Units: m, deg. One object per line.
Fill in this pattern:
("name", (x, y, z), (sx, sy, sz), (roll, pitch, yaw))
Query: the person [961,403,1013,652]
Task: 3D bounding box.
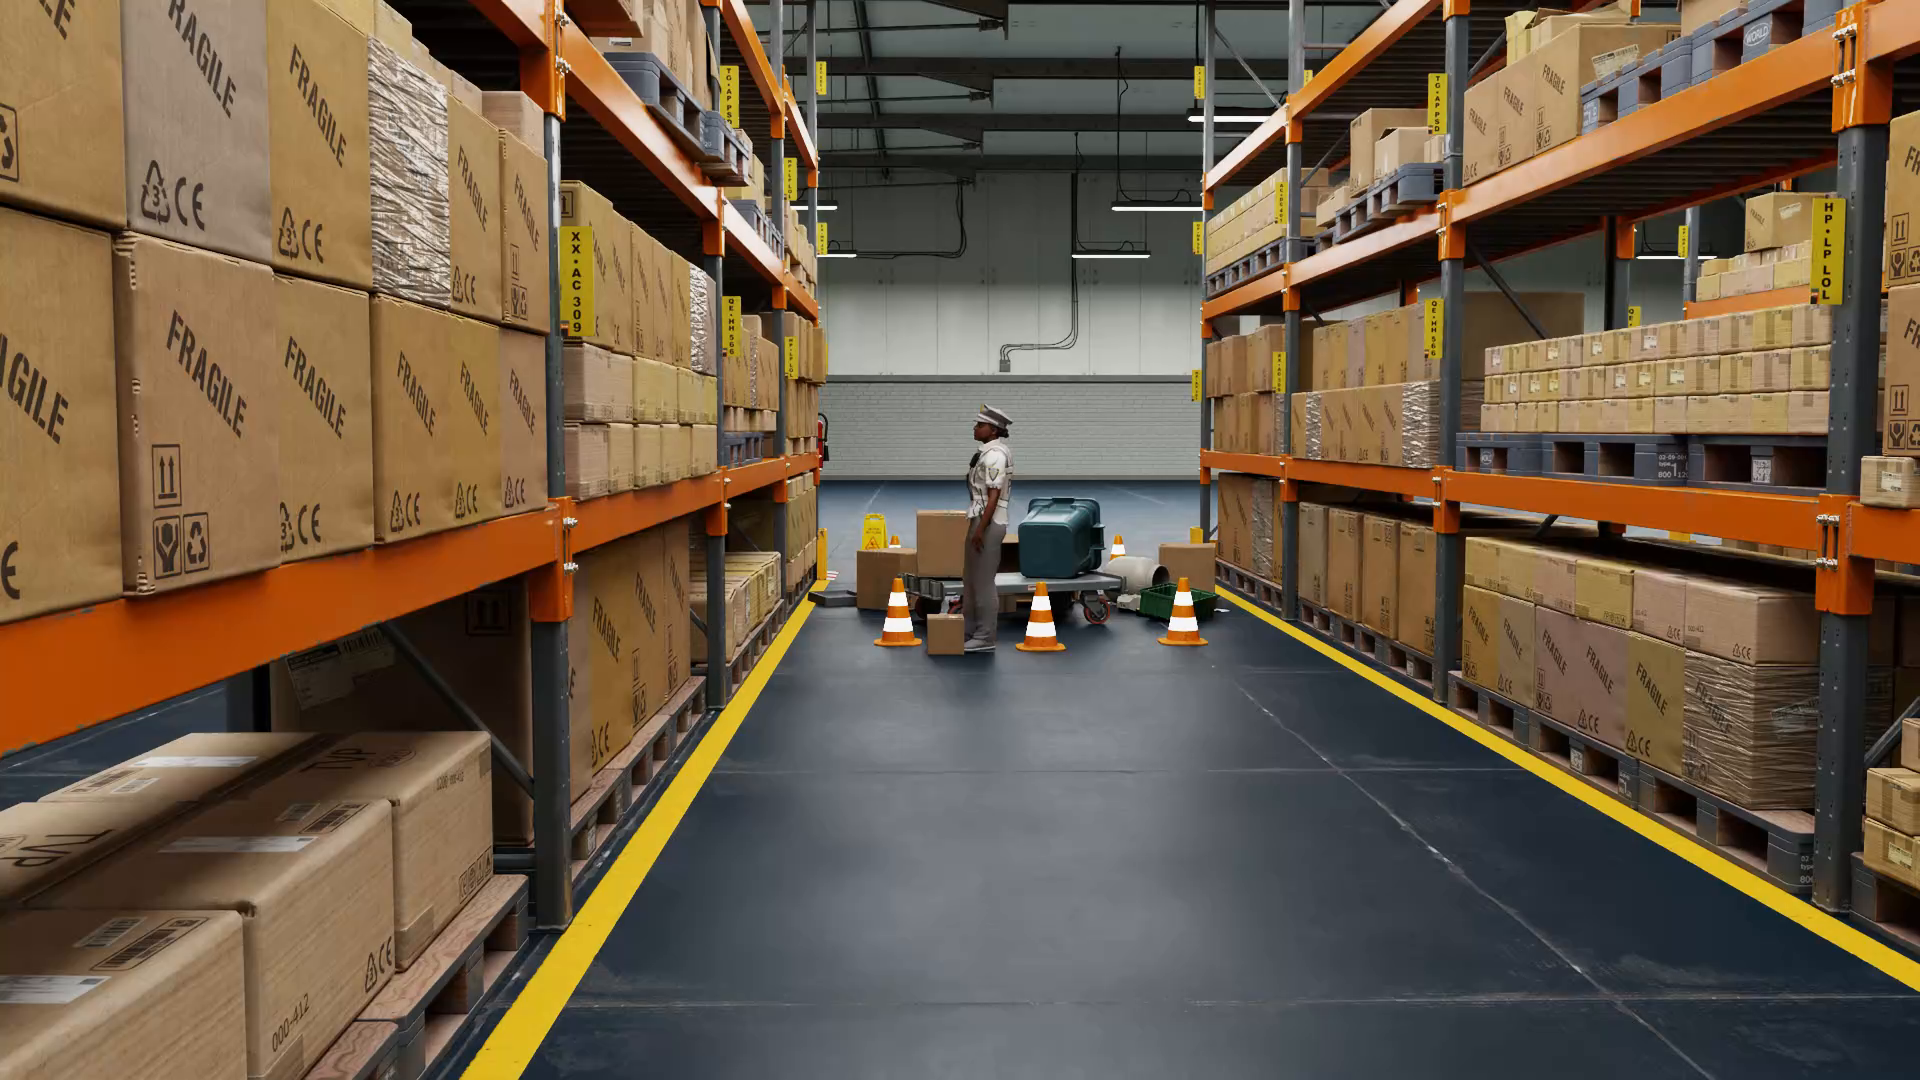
("person", (0.102, -0.086, 11.379), (0.528, 1.697, 0.570), (0, 4, -1))
